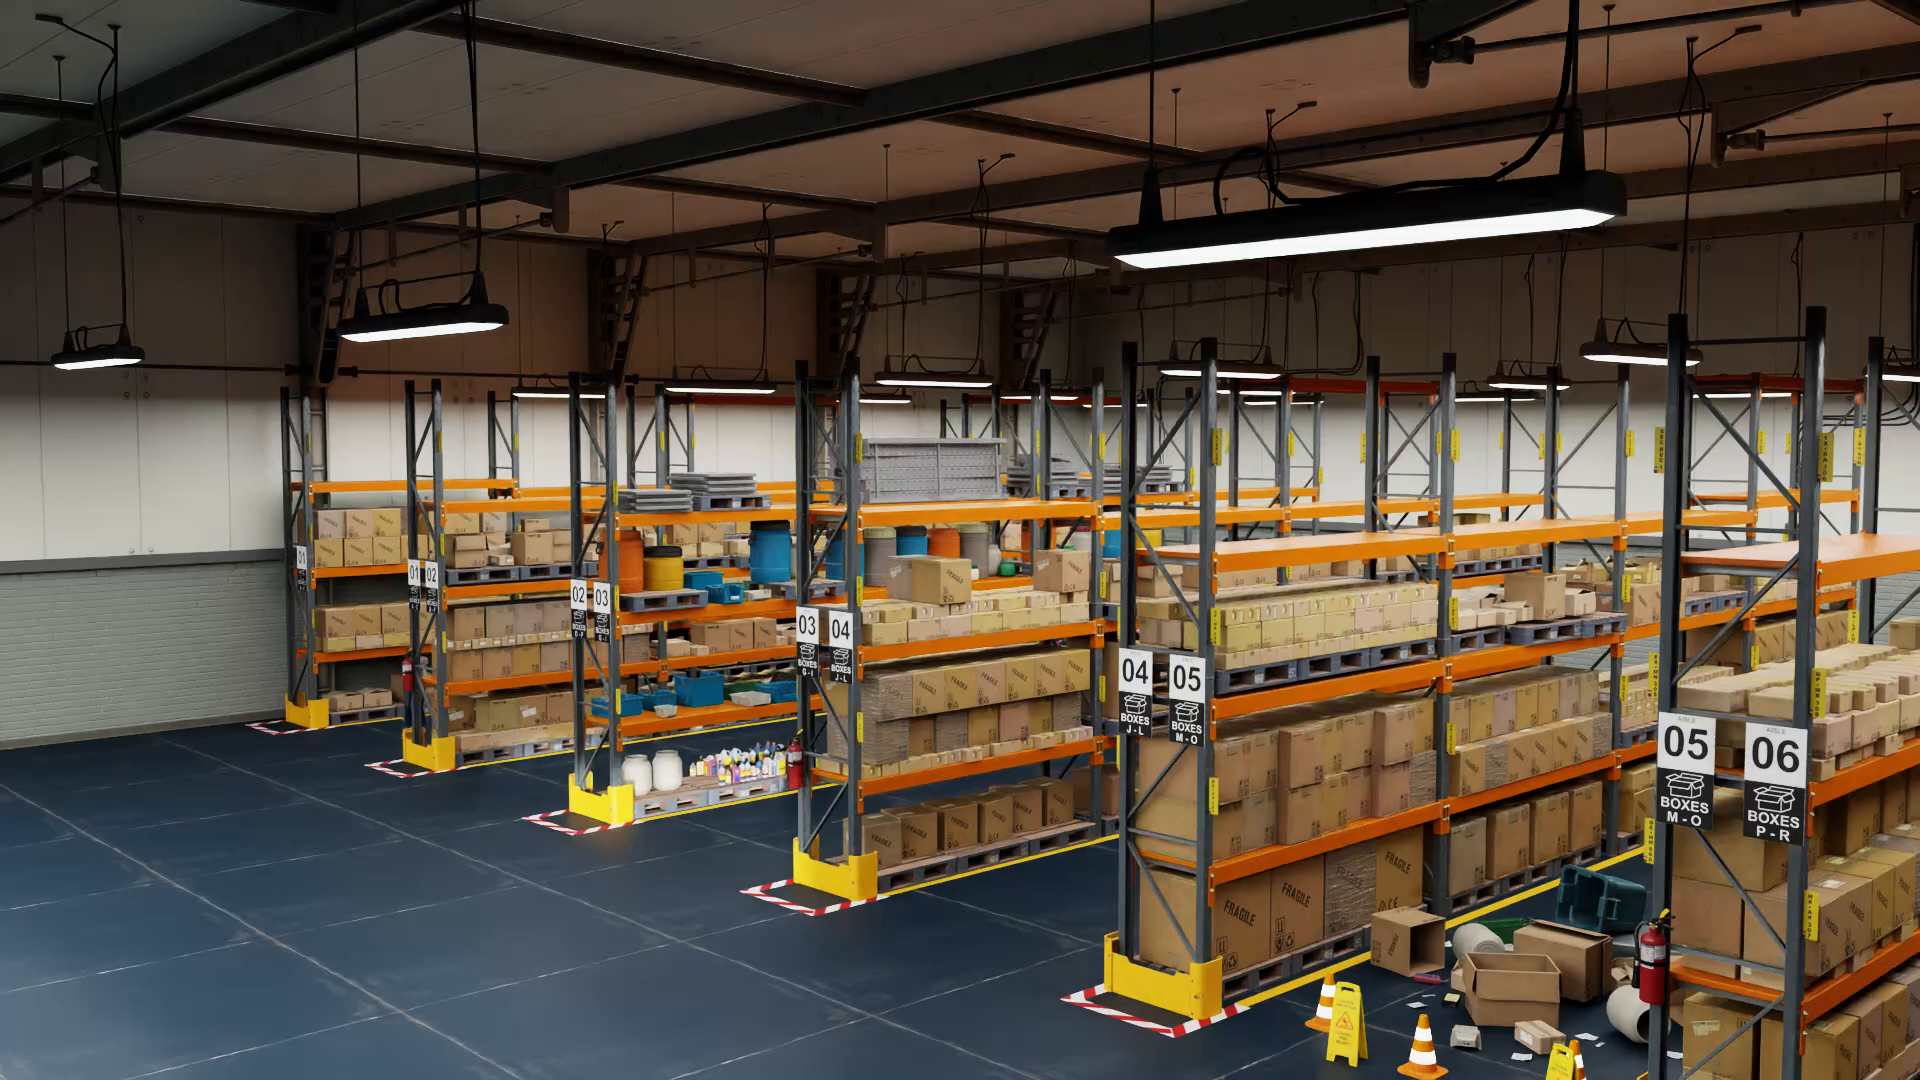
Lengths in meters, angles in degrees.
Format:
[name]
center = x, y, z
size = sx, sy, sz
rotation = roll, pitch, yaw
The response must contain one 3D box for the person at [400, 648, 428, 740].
[person]
center = -9.297, 2.571, 28.344
size = 0.437, 1.614, 0.609
rotation = 0, 4, 0
